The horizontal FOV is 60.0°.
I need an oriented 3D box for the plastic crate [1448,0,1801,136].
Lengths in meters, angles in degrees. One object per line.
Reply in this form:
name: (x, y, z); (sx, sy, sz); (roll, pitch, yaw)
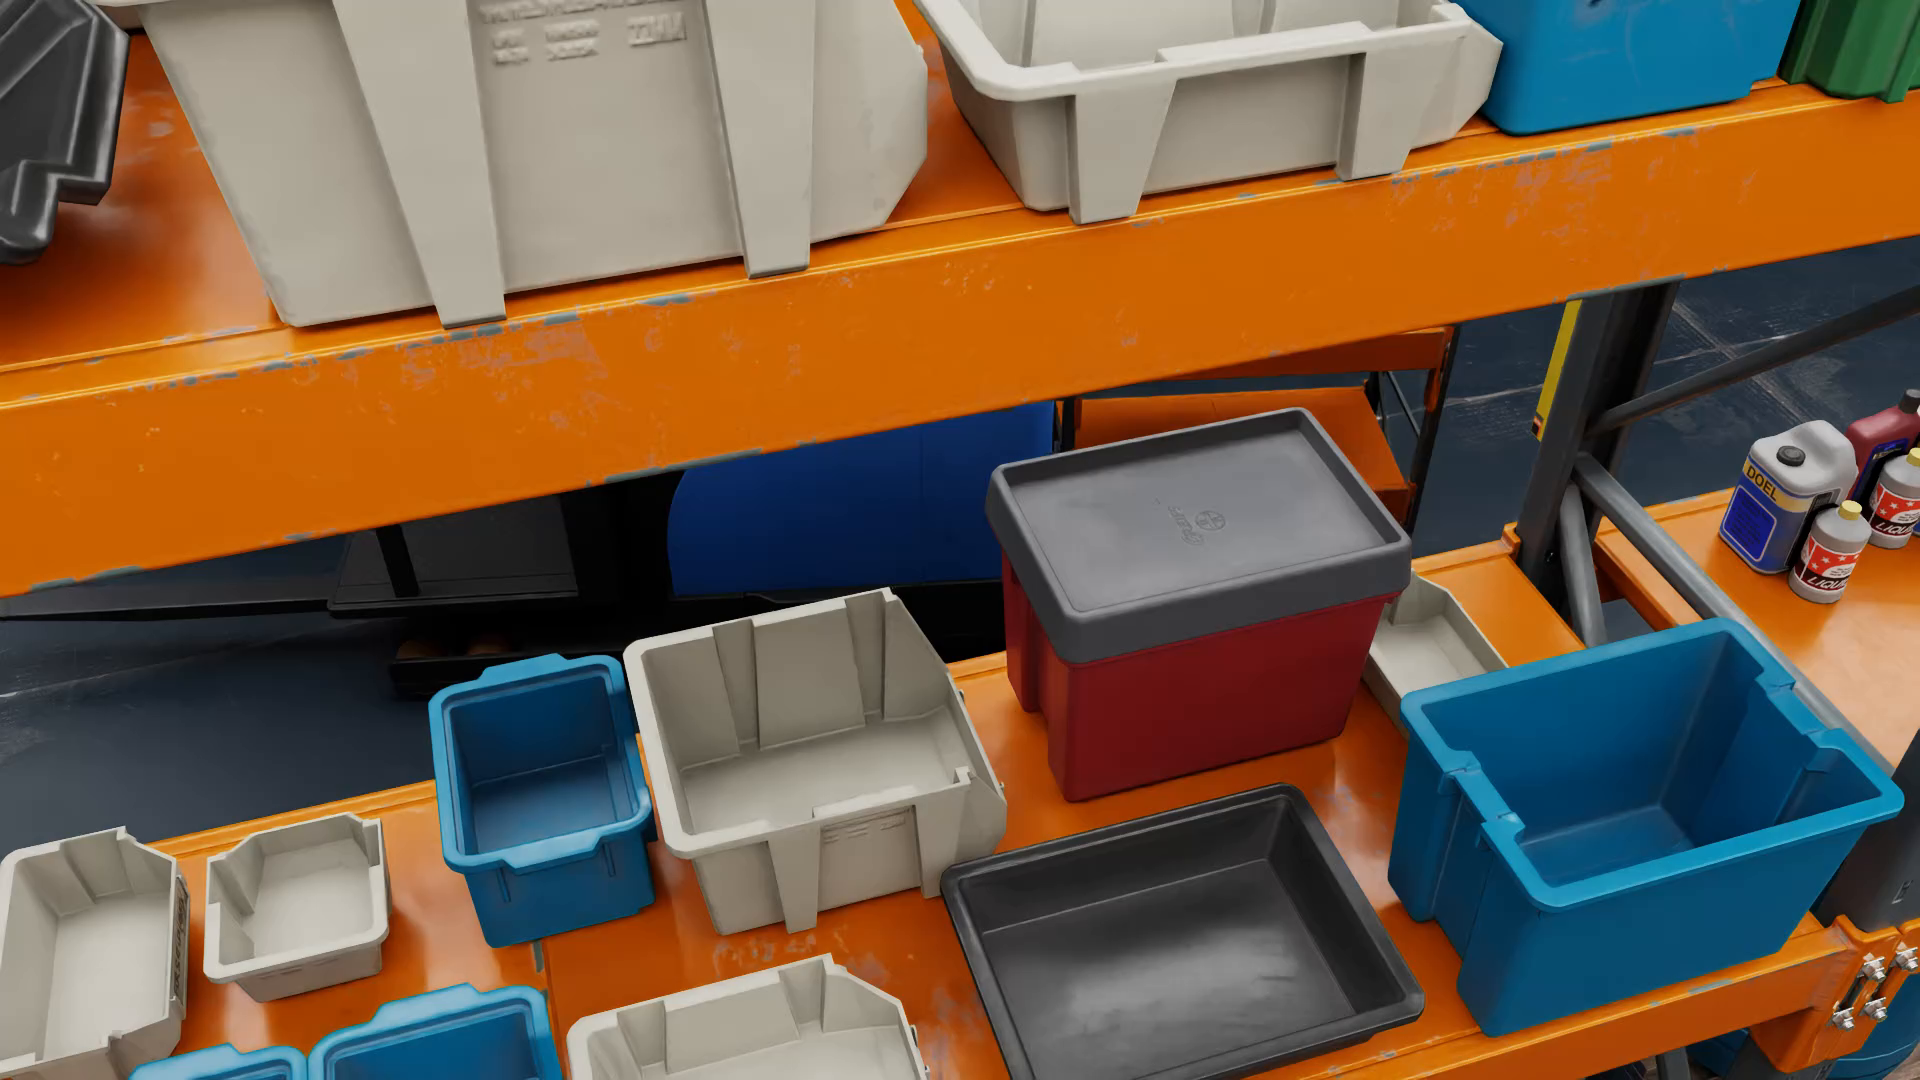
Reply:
plastic crate: (0.523, -0.541, 1.436); (0.300, 0.233, 0.416); (-12, 42, -13)

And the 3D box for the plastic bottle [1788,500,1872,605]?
plastic bottle: (1.630, 0.014, 3.105); (0.097, 0.201, 0.097); (0, 41, 0)

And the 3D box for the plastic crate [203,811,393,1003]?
plastic crate: (-0.980, 0.549, 2.496); (0.250, 0.136, 0.298); (-12, 42, -13)

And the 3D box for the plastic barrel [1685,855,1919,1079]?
plastic barrel: (1.820, 0.681, 3.467); (0.708, 0.901, 0.600); (-12, 42, -13)

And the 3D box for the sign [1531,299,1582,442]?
sign: (1.132, -0.304, 3.108); (0.005, 0.325, 0.100); (-12, 42, -13)

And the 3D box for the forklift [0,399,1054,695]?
forklift: (-1.284, -1.026, 4.197); (3.031, 2.935, 1.130); (-3, 41, -4)

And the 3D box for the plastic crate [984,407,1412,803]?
plastic crate: (0.369, 0.118, 2.741); (0.583, 0.464, 0.402); (-12, 42, -13)

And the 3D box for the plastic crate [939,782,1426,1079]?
plastic crate: (0.309, 0.616, 2.428); (0.590, 0.125, 0.437); (-12, 42, -13)

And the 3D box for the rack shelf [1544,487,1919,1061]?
rack shelf: (3.203, 0.021, 3.493); (4.000, 0.370, 1.077); (-12, 42, -13)

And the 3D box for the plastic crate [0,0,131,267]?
plastic crate: (-0.980, -0.300, 1.080); (0.767, 0.338, 0.504); (-12, 42, -13)

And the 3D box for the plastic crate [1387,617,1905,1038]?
plastic crate: (0.953, 0.435, 2.438); (0.575, 0.384, 0.392); (-12, 42, -13)

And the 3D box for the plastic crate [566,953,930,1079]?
plastic crate: (-0.275, 0.755, 2.261); (0.466, 0.136, 0.293); (-12, 42, -13)

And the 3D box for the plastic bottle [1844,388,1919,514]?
plastic bottle: (1.782, -0.166, 3.248); (0.133, 0.283, 0.061); (-12, 42, -13)

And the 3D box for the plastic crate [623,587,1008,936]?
plastic crate: (-0.216, 0.354, 2.610); (0.530, 0.282, 0.437); (-12, 42, -13)

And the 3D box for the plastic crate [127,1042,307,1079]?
plastic crate: (-0.929, 0.874, 2.051); (0.300, 0.233, 0.416); (-12, 42, -13)

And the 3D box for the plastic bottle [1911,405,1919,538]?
plastic bottle: (1.923, -0.161, 3.248); (0.135, 0.276, 0.152); (-12, 42, -13)

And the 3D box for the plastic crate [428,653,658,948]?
plastic crate: (-0.638, 0.410, 2.583); (0.300, 0.233, 0.416); (-12, 42, -13)

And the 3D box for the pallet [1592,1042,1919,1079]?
pallet: (2.044, 1.069, 3.866); (1.213, 0.211, 1.003); (-12, 42, -13)

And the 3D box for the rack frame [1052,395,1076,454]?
rack frame: (0.279, -0.352, 4.798); (0.032, 1.125, 0.500); (-3, 41, -4)

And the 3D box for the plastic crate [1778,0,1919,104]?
plastic crate: (0.983, -0.631, 1.573); (0.662, 0.188, 0.450); (-12, 42, -13)

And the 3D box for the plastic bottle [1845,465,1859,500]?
plastic bottle: (1.677, -0.100, 3.236); (0.097, 0.201, 0.097); (0, 41, 0)

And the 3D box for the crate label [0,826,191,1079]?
crate label: (-1.257, 0.619, 2.416); (0.243, 0.136, 0.396); (-12, 42, -13)

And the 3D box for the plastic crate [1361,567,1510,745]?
plastic crate: (0.809, 0.225, 2.868); (0.243, 0.136, 0.396); (-12, 42, -13)

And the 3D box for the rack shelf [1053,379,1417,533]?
rack shelf: (0.785, -0.195, 4.990); (1.000, 0.278, 0.538); (-3, 41, -4)

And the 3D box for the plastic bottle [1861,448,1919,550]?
plastic bottle: (1.823, -0.089, 3.223); (0.097, 0.201, 0.097); (0, 41, 0)

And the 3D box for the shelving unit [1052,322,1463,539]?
shelving unit: (0.785, -0.379, 4.829); (1.048, 1.125, 0.538); (-3, 41, -4)

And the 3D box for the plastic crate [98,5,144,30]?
plastic crate: (-0.623, -0.658, 1.644); (0.530, 0.136, 0.437); (-12, 42, -13)

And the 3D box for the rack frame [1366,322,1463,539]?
rack frame: (1.292, -0.407, 4.861); (0.032, 1.125, 0.500); (-3, 41, -4)

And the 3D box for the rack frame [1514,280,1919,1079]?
rack frame: (1.296, 0.146, 2.803); (0.127, 3.000, 1.000); (-12, 42, -13)

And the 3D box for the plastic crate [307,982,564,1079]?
plastic crate: (-0.643, 0.815, 2.119); (0.300, 0.233, 0.416); (-12, 42, -13)

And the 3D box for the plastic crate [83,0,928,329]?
plastic crate: (-0.313, -0.393, 1.230); (0.530, 0.282, 0.437); (-12, 42, -13)

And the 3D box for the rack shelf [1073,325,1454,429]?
rack shelf: (0.785, -0.600, 4.637); (1.000, 0.278, 0.538); (-3, 41, -4)

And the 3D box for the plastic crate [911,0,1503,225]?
plastic crate: (0.197, -0.395, 1.342); (0.466, 0.136, 0.293); (-12, 42, -13)

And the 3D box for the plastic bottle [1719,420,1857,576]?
plastic bottle: (1.575, -0.088, 3.166); (0.135, 0.276, 0.152); (-12, 42, -13)

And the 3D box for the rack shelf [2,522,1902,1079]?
rack shelf: (-0.612, 0.812, 2.588); (4.000, 0.370, 1.077); (-12, 42, -13)
